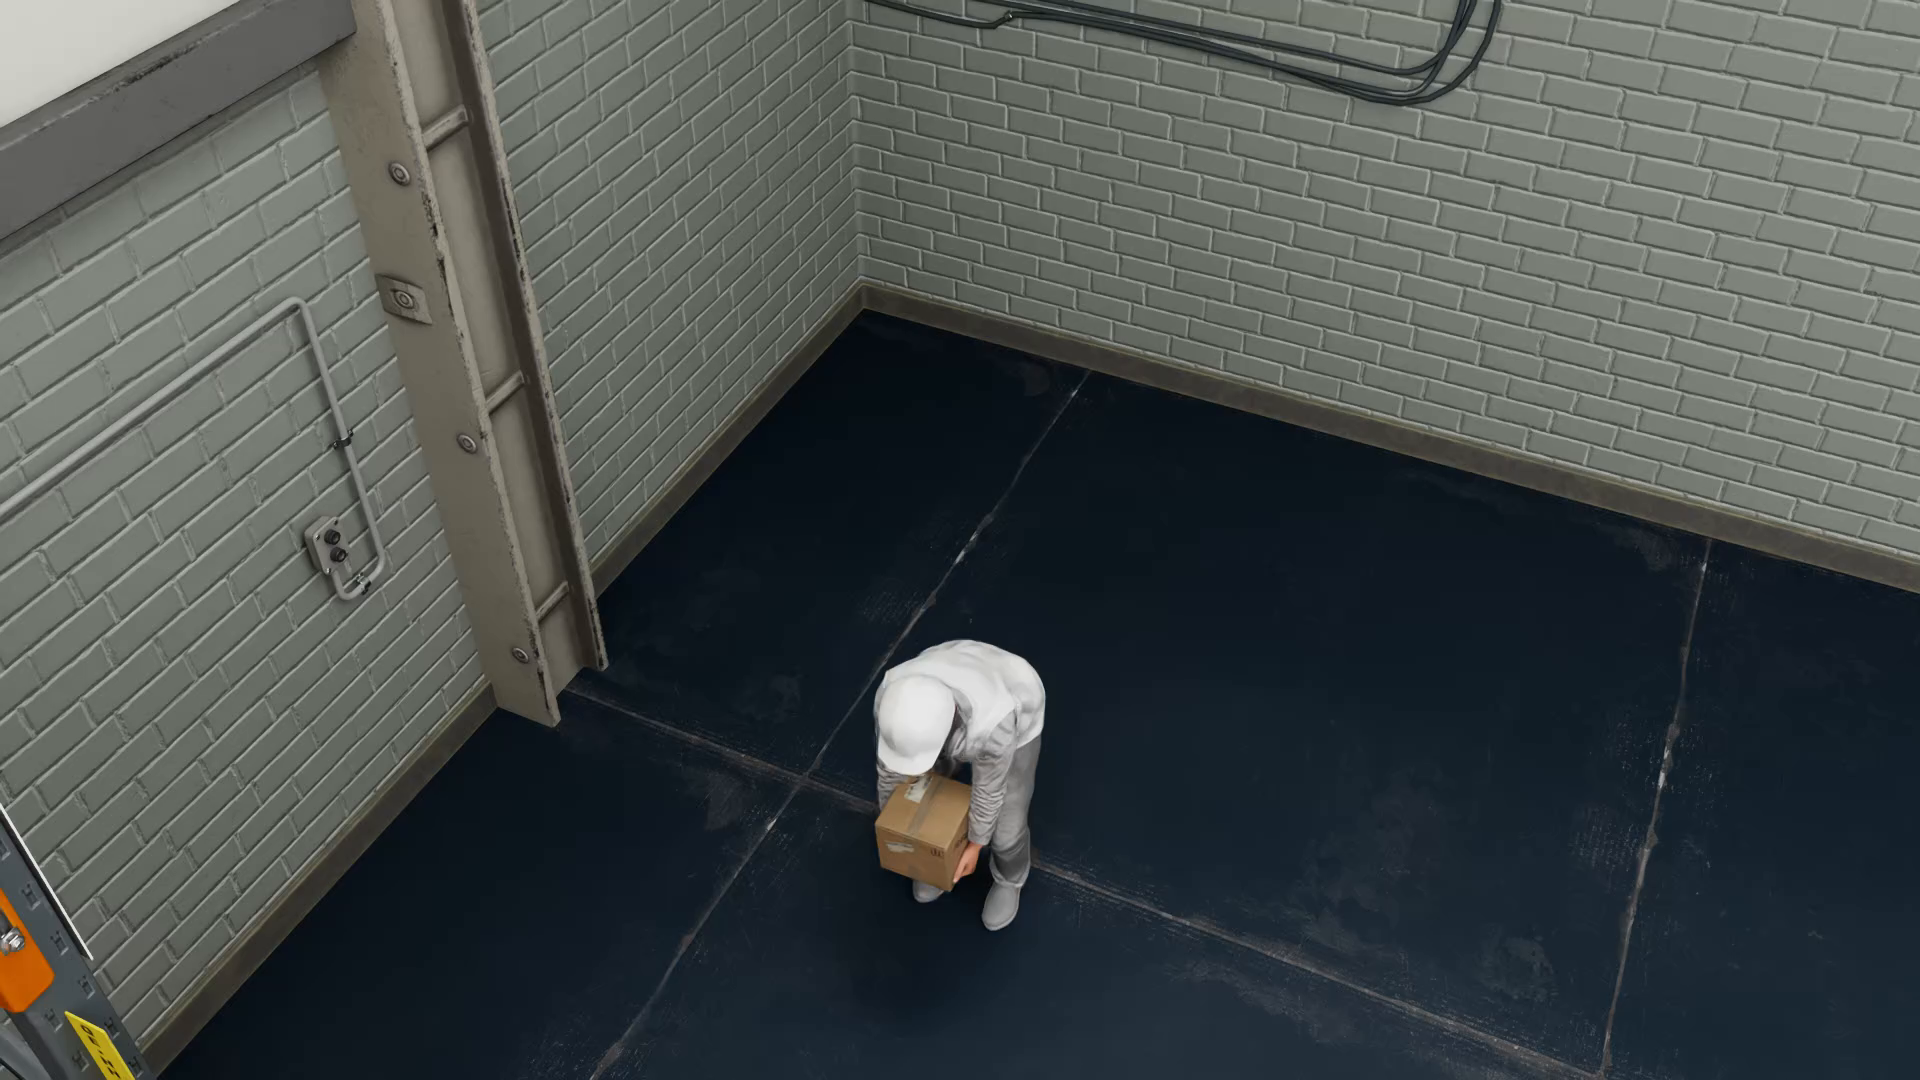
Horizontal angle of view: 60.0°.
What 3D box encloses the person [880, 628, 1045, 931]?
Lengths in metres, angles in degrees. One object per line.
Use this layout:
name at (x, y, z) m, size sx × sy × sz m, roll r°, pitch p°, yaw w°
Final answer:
person at (-0.003, 0.745, 5.418) m, size 0.474 × 1.626 × 0.759 m, roll 16°, pitch 44°, yaw 18°
